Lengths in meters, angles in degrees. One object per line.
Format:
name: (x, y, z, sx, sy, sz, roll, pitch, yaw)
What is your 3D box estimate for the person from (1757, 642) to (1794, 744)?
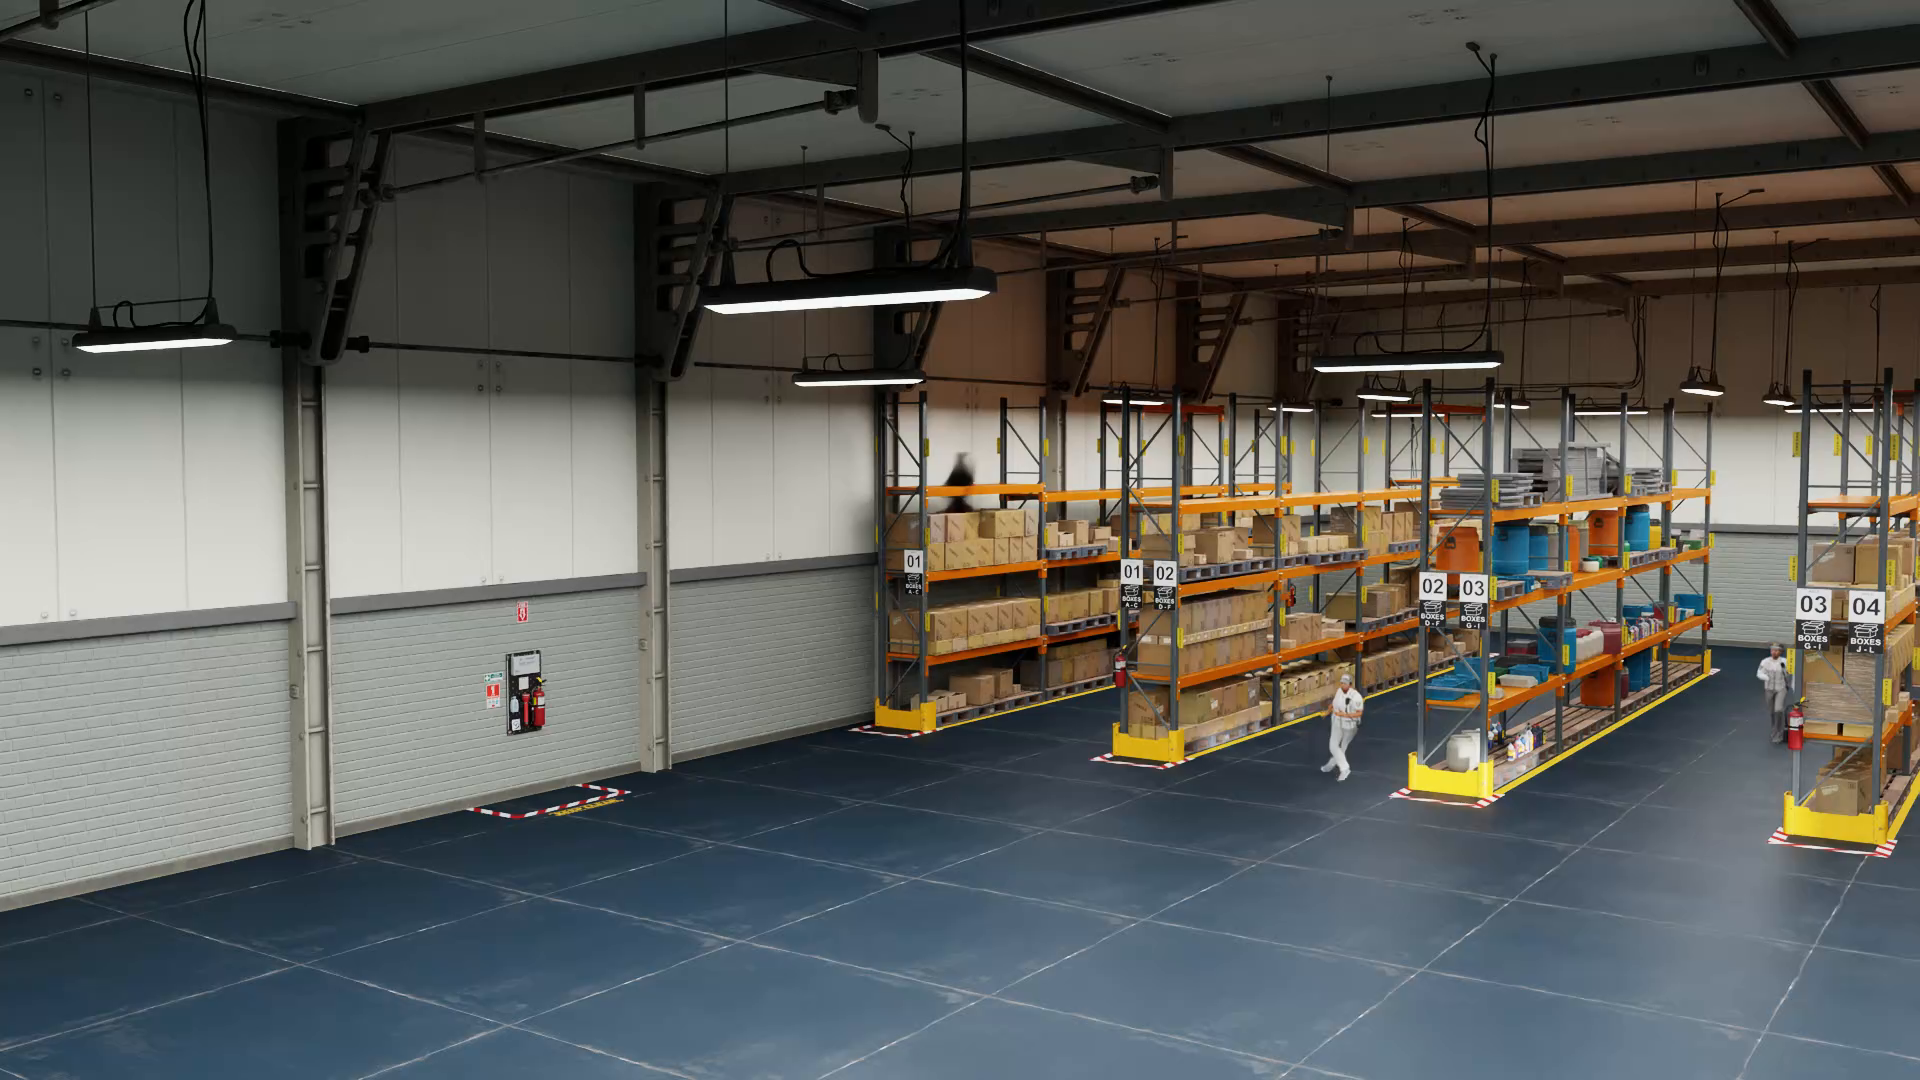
person: (13.904, 2.590, 28.319, 0.593, 1.737, 0.810, 3, 4, 39)

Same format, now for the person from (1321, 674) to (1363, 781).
person: (5.803, 2.817, 25.210, 0.730, 1.609, 0.684, 2, 4, 31)
